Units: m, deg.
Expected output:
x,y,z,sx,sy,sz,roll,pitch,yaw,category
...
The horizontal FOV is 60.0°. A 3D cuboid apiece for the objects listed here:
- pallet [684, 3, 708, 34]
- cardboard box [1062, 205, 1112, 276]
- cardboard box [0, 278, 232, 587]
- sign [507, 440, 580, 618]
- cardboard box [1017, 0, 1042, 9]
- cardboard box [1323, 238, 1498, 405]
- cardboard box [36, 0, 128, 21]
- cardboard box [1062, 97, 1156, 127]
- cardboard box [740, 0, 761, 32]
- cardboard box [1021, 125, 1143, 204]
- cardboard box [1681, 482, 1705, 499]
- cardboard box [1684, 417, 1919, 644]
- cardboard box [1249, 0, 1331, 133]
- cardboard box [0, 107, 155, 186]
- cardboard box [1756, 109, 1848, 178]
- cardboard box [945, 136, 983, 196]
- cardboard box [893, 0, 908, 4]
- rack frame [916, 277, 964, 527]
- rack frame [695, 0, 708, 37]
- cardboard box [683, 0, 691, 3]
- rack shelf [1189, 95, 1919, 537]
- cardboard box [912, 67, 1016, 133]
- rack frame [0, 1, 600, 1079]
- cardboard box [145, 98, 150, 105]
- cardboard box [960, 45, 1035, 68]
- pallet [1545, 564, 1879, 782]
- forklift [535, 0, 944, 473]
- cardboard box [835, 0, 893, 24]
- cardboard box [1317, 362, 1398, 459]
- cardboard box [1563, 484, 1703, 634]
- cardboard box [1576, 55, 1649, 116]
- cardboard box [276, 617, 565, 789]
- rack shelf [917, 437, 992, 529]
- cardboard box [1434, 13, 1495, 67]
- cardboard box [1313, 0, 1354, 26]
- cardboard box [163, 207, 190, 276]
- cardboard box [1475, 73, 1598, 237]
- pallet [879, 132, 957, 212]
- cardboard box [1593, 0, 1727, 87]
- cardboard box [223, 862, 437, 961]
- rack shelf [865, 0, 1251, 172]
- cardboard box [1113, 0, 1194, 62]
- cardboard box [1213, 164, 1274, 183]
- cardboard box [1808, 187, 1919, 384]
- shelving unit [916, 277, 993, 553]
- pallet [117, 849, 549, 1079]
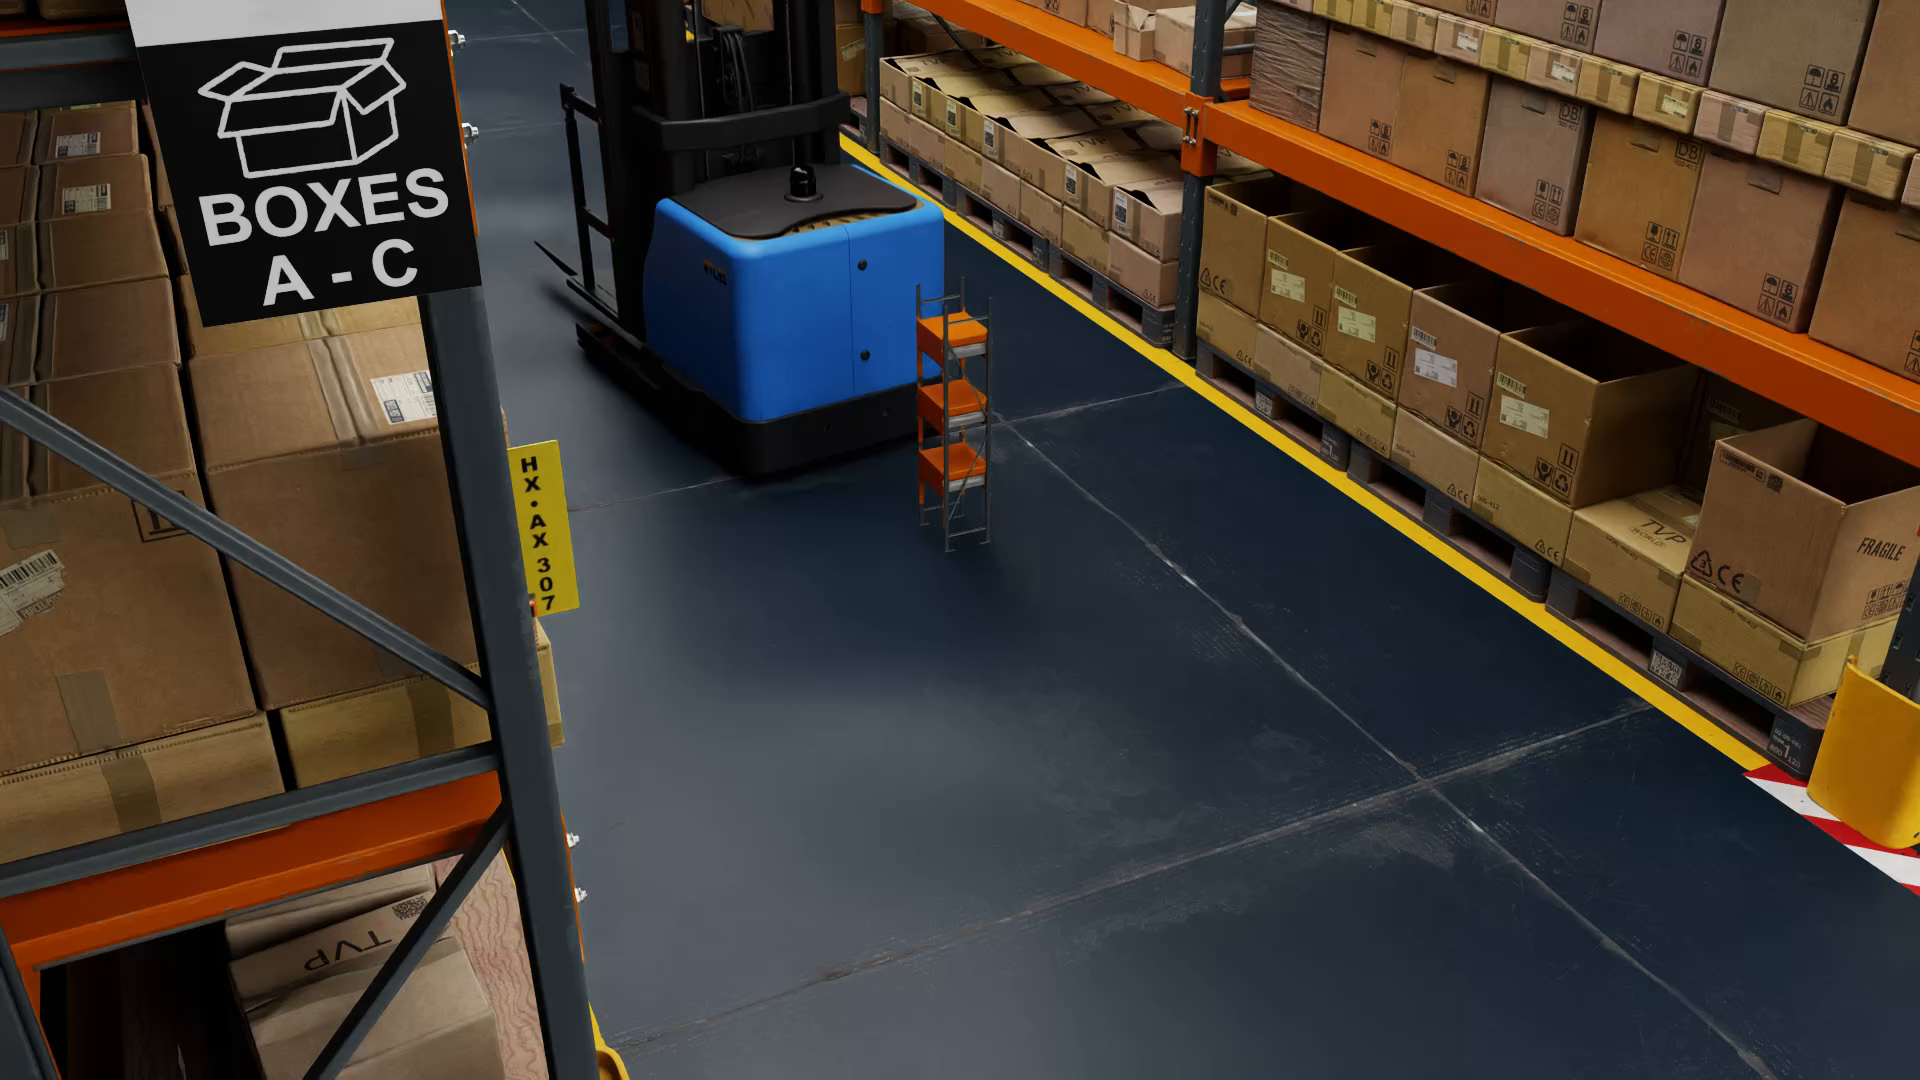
x,y,z,sx,sy,sz,roll,pitch,yaw,category
-2.177,-4.952,15.366,1.003,0.211,1.213,-13,32,-22,pallet
0.896,-1.661,9.028,0.500,0.250,0.500,-14,32,-23,cardboard box
-1.805,-0.181,3.372,0.500,0.500,0.500,-13,32,-21,cardboard box
-0.713,-0.014,2.823,0.100,0.325,0.005,-13,32,-22,sign
0.570,-3.404,9.651,0.500,0.500,0.500,-15,33,-25,cardboard box
1.898,-0.930,6.957,0.500,0.500,0.500,-13,32,-22,cardboard box
-1.121,-1.083,2.426,0.500,0.500,0.500,-12,32,-21,cardboard box
0.938,-2.473,9.903,0.500,0.311,0.500,-12,32,-21,cardboard box
-1.448,-4.246,13.362,0.500,0.500,0.500,-13,32,-21,cardboard box
0.678,-2.128,9.286,0.500,0.311,0.500,-13,32,-22,cardboard box
3.022,-0.052,6.157,0.500,0.250,0.500,-13,32,-22,cardboard box
2.770,-0.050,5.387,0.500,0.500,0.500,-13,32,-22,cardboard box
1.748,-2.180,7.469,0.700,0.500,0.500,-14,32,-23,cardboard box
-2.480,-0.858,4.579,0.500,0.500,0.500,-12,32,-21,cardboard box
2.709,-1.248,5.143,0.380,0.149,0.250,-14,32,-23,cardboard box
0.239,-2.339,10.236,0.500,0.250,0.500,-14,32,-23,cardboard box
-0.543,-3.914,12.768,0.500,0.500,0.500,-14,32,-23,cardboard box
-0.075,-0.535,6.631,0.200,1.050,0.008,-13,32,-22,rack frame
-1.883,-5.865,14.143,1.000,3.000,0.127,-13,32,-22,rack frame
-2.383,-5.159,14.989,0.500,0.500,0.500,-13,32,-22,cardboard box
2.410,-1.134,6.441,1.077,0.370,4.000,-13,32,-22,rack shelf
0.027,-2.803,10.491,0.500,0.311,0.500,-14,32,-23,cardboard box
-1.200,0.477,2.833,0.949,2.616,0.053,-13,32,-22,rack frame
-2.219,-1.197,5.183,0.500,0.500,0.500,-13,32,-22,cardboard box
0.282,-3.147,11.104,0.500,0.311,0.500,-12,32,-21,cardboard box
2.903,0.323,5.958,1.003,0.211,1.213,-13,32,-22,pallet
-1.276,-2.240,7.748,1.130,2.935,3.031,-18,34,-28,forklift
-0.807,-3.915,12.004,0.500,0.250,0.500,-12,31,-20,cardboard box
1.897,-0.603,7.140,0.500,0.250,0.500,-13,32,-22,cardboard box
2.546,0.059,5.960,0.500,0.250,0.500,-13,32,-22,cardboard box
2.376,-1.591,5.755,0.380,0.149,0.250,-12,32,-21,cardboard box
-1.126,0.252,3.367,0.500,0.250,0.500,-14,32,-23,cardboard box
-0.023,-0.230,6.676,0.215,0.259,0.240,-13,32,-22,rack shelf
2.049,-1.930,6.359,0.380,0.149,0.250,-14,32,-23,cardboard box
1.713,-2.274,6.973,0.380,0.149,0.250,-14,32,-23,cardboard box
-1.556,-0.517,3.971,0.500,0.500,0.500,-14,32,-24,cardboard box
2.413,-1.500,6.256,0.700,0.500,0.500,-12,31,-21,cardboard box
0.153,-2.510,11.010,1.003,0.211,1.213,-13,32,-22,pallet
2.610,-1.860,5.571,0.700,0.500,0.500,-13,32,-22,cardboard box
-1.664,0.882,4.409,0.500,0.311,0.500,-10,31,-18,cardboard box
0.693,-2.901,9.592,1.077,0.370,4.000,-13,32,-22,rack shelf
1.009,-2.622,8.497,0.396,0.266,0.258,-14,32,-23,cardboard box
1.599,-1.795,8.692,0.500,0.311,0.500,-13,32,-22,cardboard box
3.080,-0.817,5.037,0.700,0.500,0.500,-13,32,-22,cardboard box
-0.023,-0.482,6.535,0.215,1.050,0.252,-13,32,-22,shelving unit
-1.553,1.294,4.227,1.003,0.211,1.213,-13,32,-22,pallet
